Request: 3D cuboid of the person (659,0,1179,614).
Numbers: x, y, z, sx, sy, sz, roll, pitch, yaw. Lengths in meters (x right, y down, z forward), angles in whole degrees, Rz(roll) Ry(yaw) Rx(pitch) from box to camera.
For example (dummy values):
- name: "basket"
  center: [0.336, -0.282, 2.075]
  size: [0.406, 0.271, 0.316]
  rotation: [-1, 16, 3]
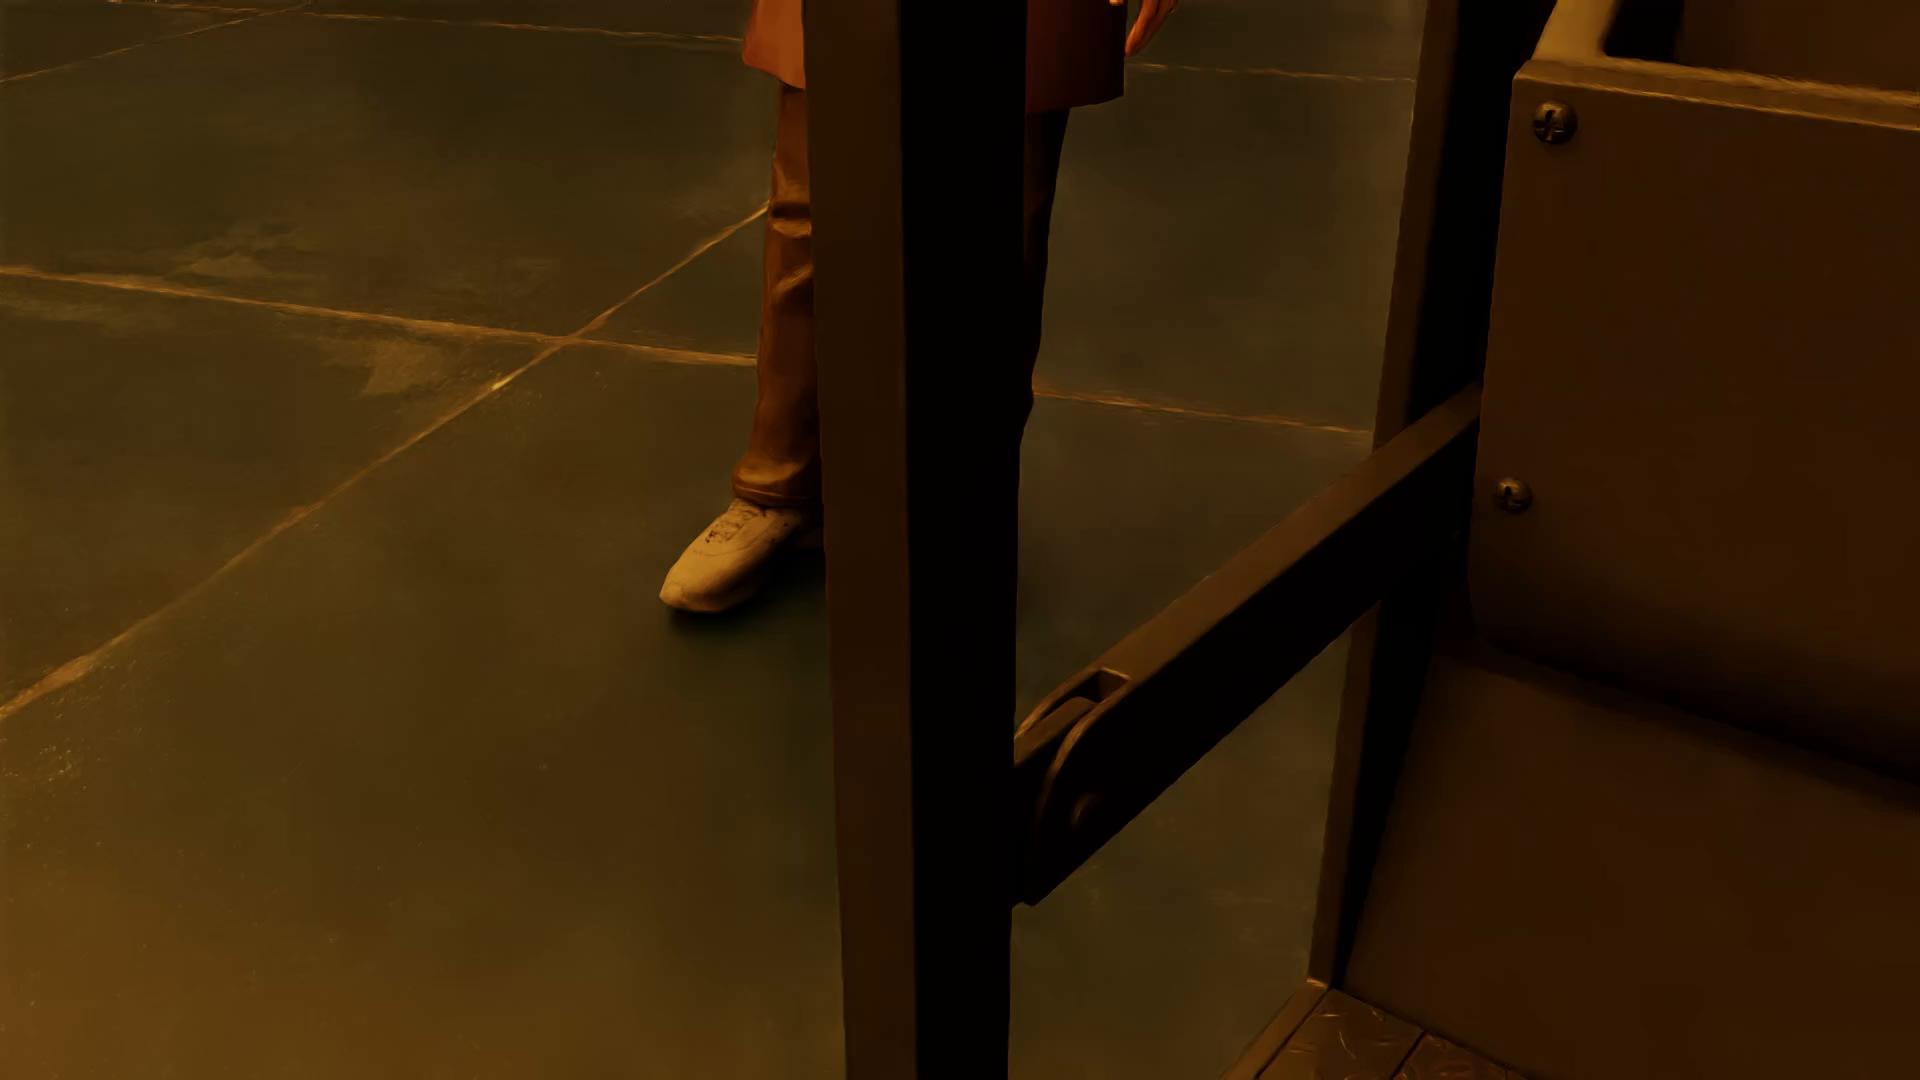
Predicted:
- name: "person"
  center: [-0.033, -0.758, 2.014]
  size: [0.694, 1.776, 0.575]
  rotation: [8, 28, 16]

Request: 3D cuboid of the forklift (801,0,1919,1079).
- name: "forklift"
  center: [0.540, -0.467, 0.191]
  size: [1.130, 2.935, 3.031]
  rotation: [19, 33, 33]
